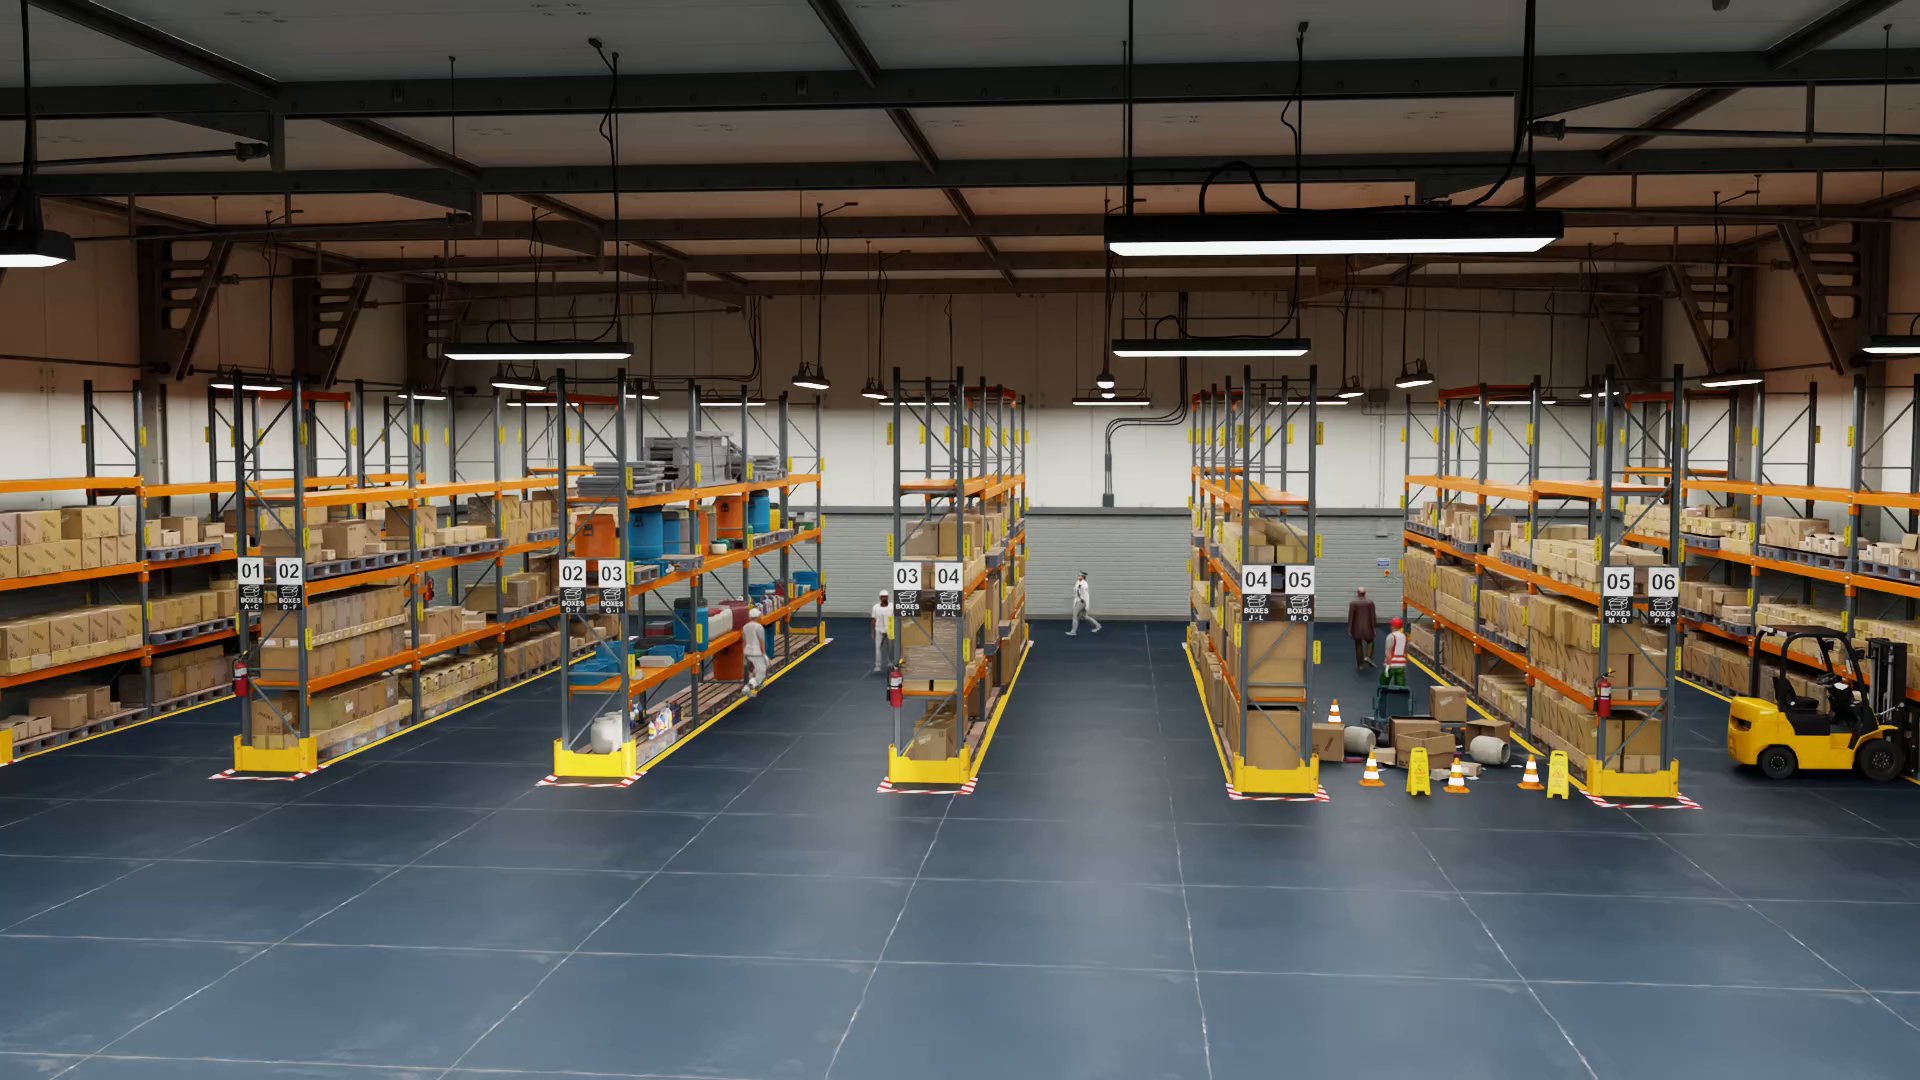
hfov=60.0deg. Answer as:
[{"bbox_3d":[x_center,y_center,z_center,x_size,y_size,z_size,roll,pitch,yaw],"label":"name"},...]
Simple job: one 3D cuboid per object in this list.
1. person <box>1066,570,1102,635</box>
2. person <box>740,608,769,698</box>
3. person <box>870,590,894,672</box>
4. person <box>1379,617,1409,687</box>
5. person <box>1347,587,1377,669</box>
[{"bbox_3d":[3.109,1.574,41.815,0.933,1.633,0.468,0,4,-2],"label":"person"},{"bbox_3d":[-3.798,2.050,30.628,0.592,1.586,0.964,2,4,35],"label":"person"},{"bbox_3d":[-1.621,1.930,35.470,0.650,1.707,1.085,1,4,8],"label":"person"},{"bbox_3d":[7.751,2.285,29.520,0.519,1.807,0.542,0,4,-5],"label":"person"},{"bbox_3d":[8.645,1.897,35.751,0.624,1.776,0.575,1,4,9],"label":"person"}]
